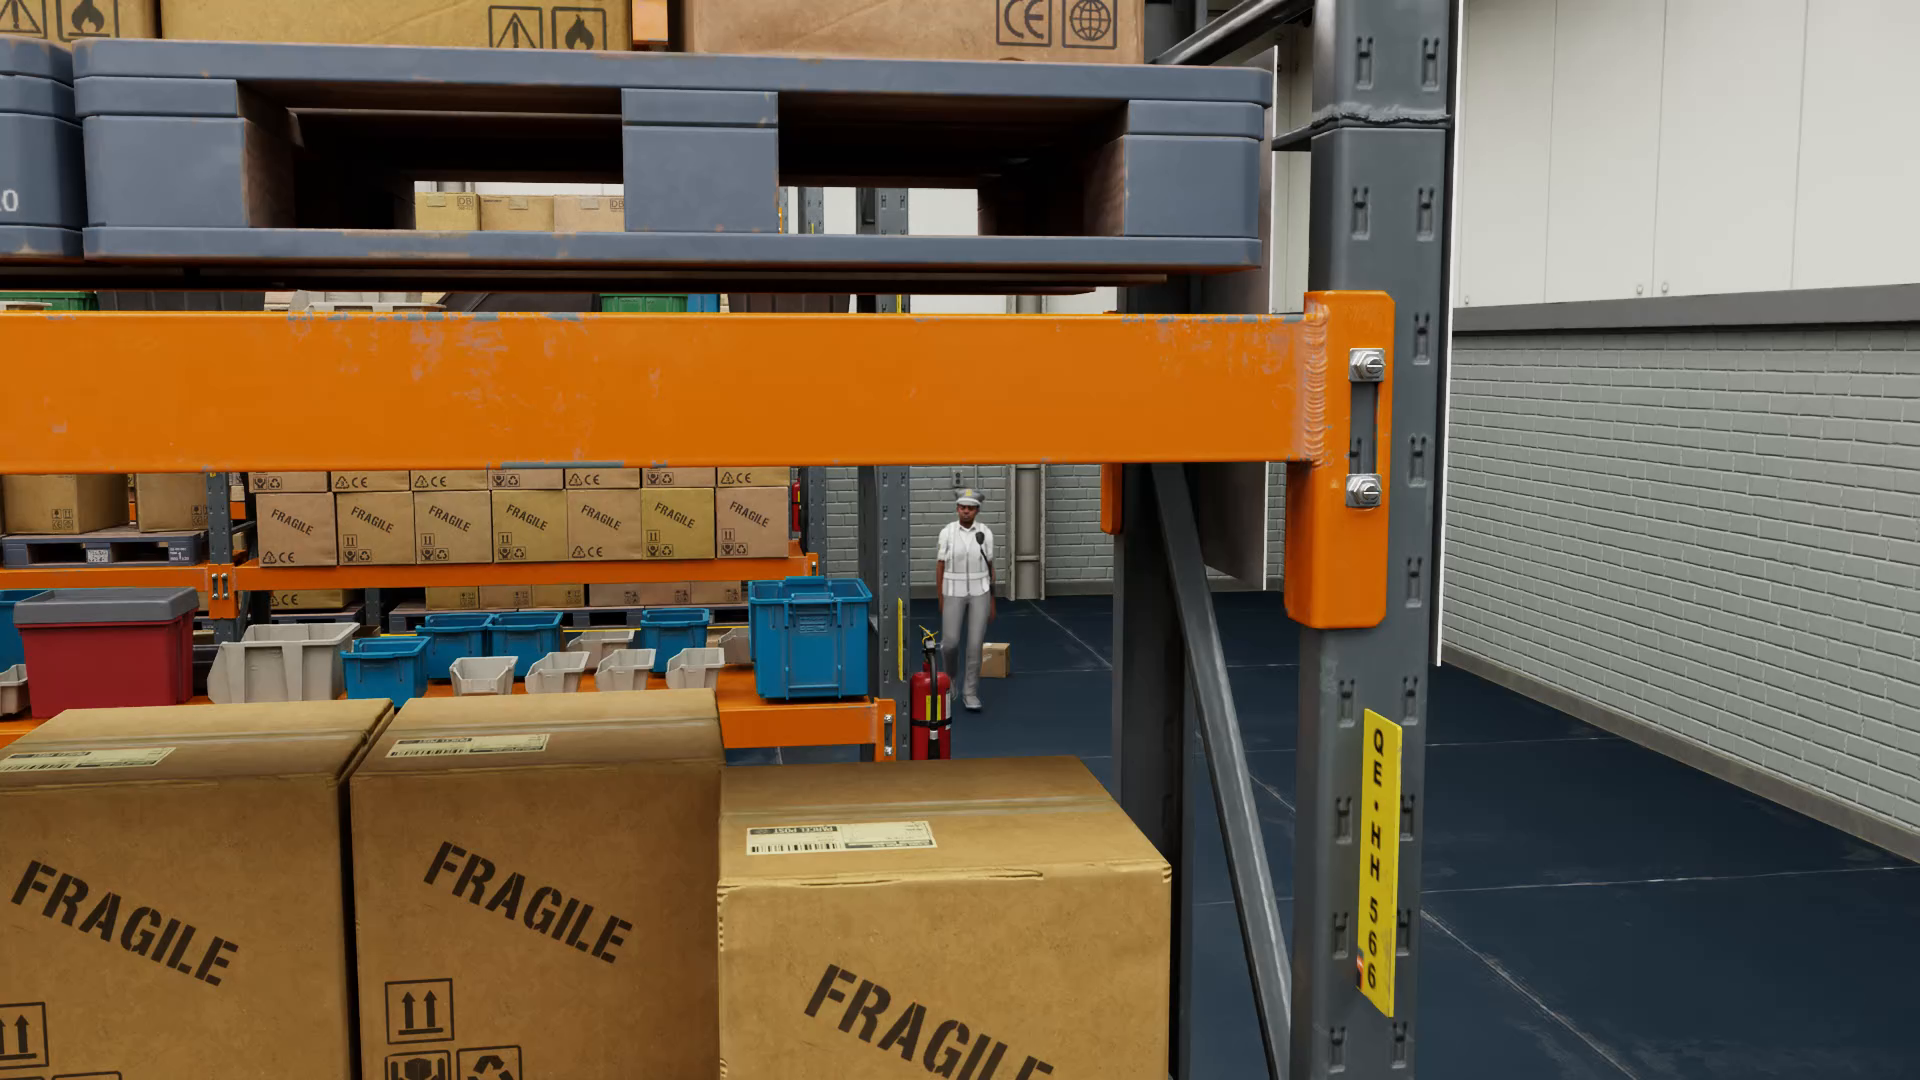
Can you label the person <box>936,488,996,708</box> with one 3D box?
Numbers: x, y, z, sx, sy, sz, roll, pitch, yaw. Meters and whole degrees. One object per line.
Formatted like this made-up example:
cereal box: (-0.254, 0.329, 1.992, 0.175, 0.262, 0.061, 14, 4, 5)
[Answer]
person: (-4.381, 0.777, 9.233, 9.778, 1.809, 6.863, 0, 7, -4)
